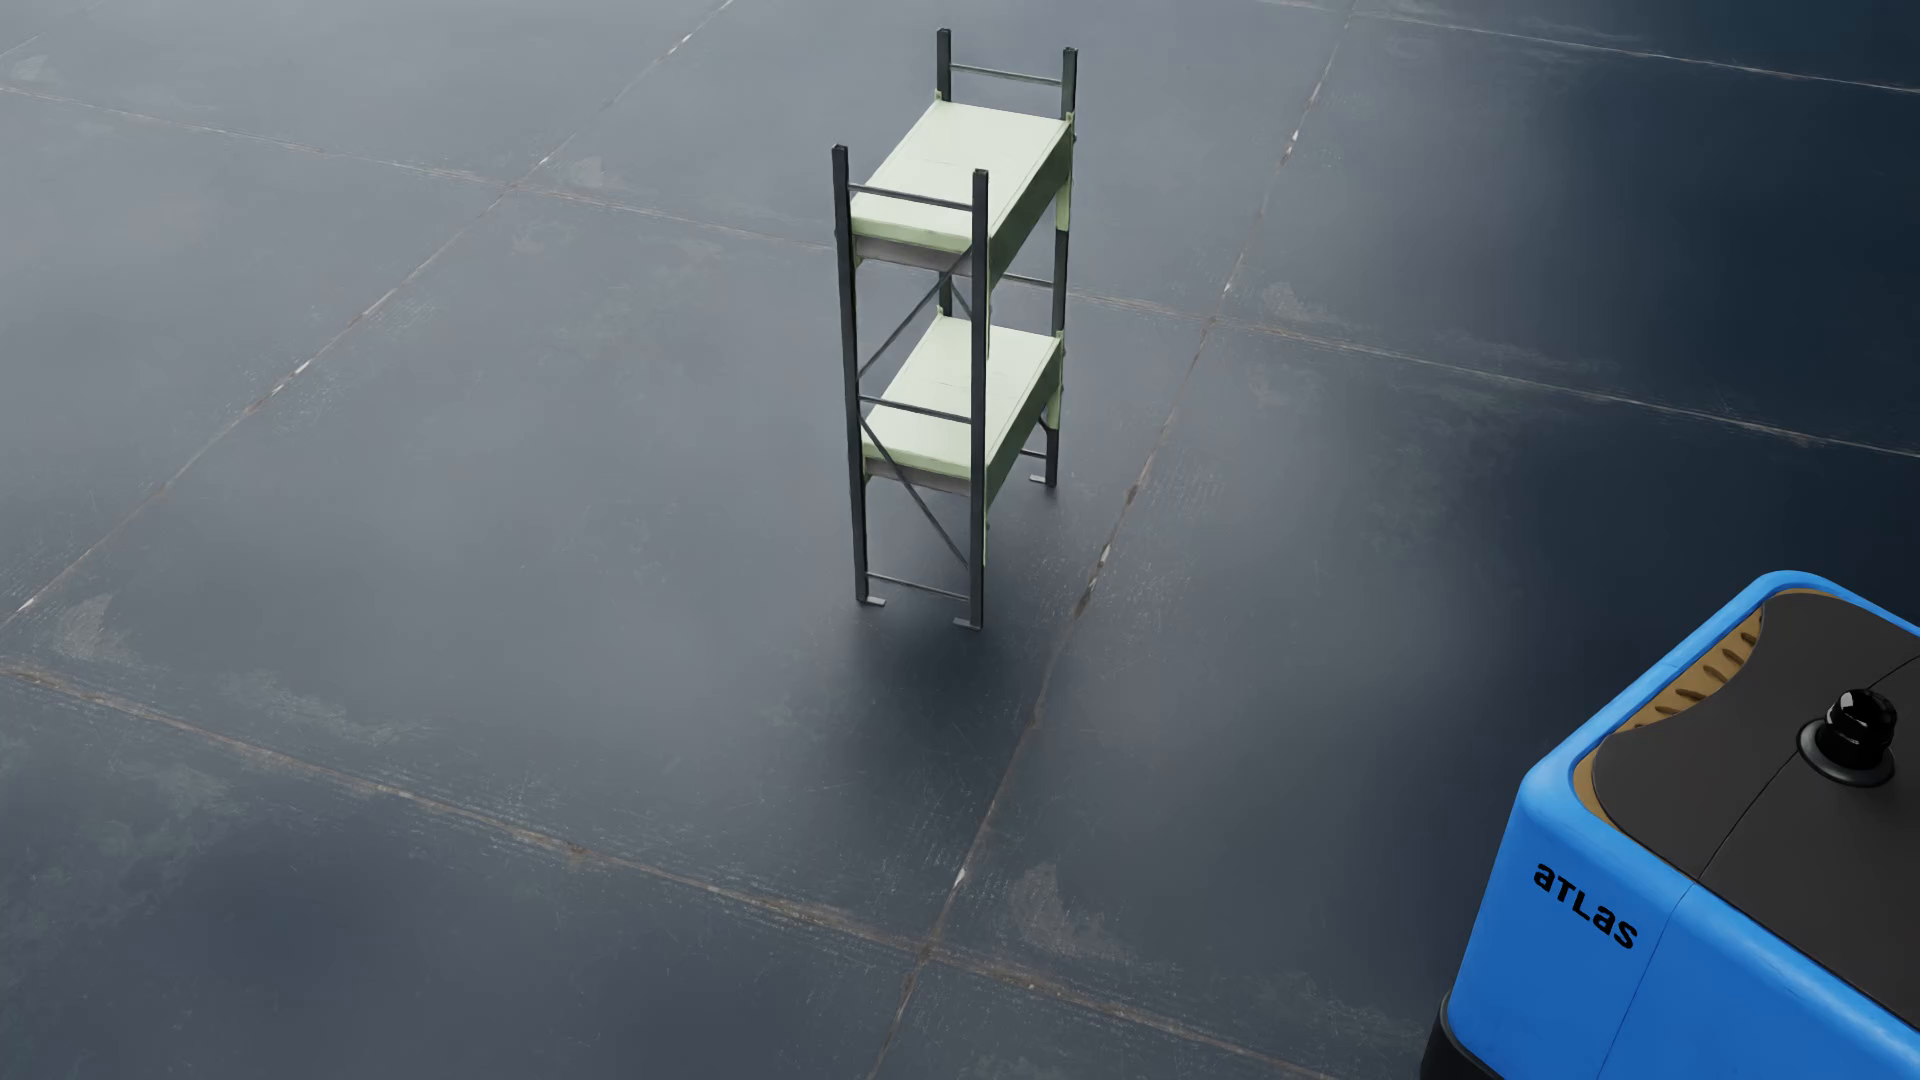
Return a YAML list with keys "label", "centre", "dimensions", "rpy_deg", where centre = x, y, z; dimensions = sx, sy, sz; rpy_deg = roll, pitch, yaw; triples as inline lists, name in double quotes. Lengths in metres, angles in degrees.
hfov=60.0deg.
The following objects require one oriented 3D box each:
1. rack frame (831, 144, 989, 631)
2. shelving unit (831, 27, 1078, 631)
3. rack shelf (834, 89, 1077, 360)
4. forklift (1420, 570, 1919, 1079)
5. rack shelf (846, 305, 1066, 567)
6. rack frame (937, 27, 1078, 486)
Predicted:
- label: "rack frame"
  centre: [-0.123, -0.351, 4.506]
  dimensions: [0.400, 1.500, 0.023]
  rpy_deg: [13, 42, 15]
- label: "shelving unit"
  centre: [0.002, -0.575, 4.768]
  dimensions: [0.431, 1.500, 0.755]
  rpy_deg: [13, 42, 15]
- label: "rack shelf"
  centre: [0.002, -0.872, 4.515]
  dimensions: [0.431, 0.370, 0.720]
  rpy_deg: [13, 42, 15]
- label: "forklift"
  centre: [2.371, 0.669, 2.207]
  dimensions: [1.130, 2.935, 3.031]
  rpy_deg: [-29, 48, -30]
- label: "rack shelf"
  centre: [0.002, -0.327, 4.980]
  dimensions: [0.431, 0.370, 0.720]
  rpy_deg: [13, 42, 15]
- label: "rack frame"
  centre: [0.127, -0.798, 5.030]
  dimensions: [0.400, 1.500, 0.023]
  rpy_deg: [13, 42, 15]
